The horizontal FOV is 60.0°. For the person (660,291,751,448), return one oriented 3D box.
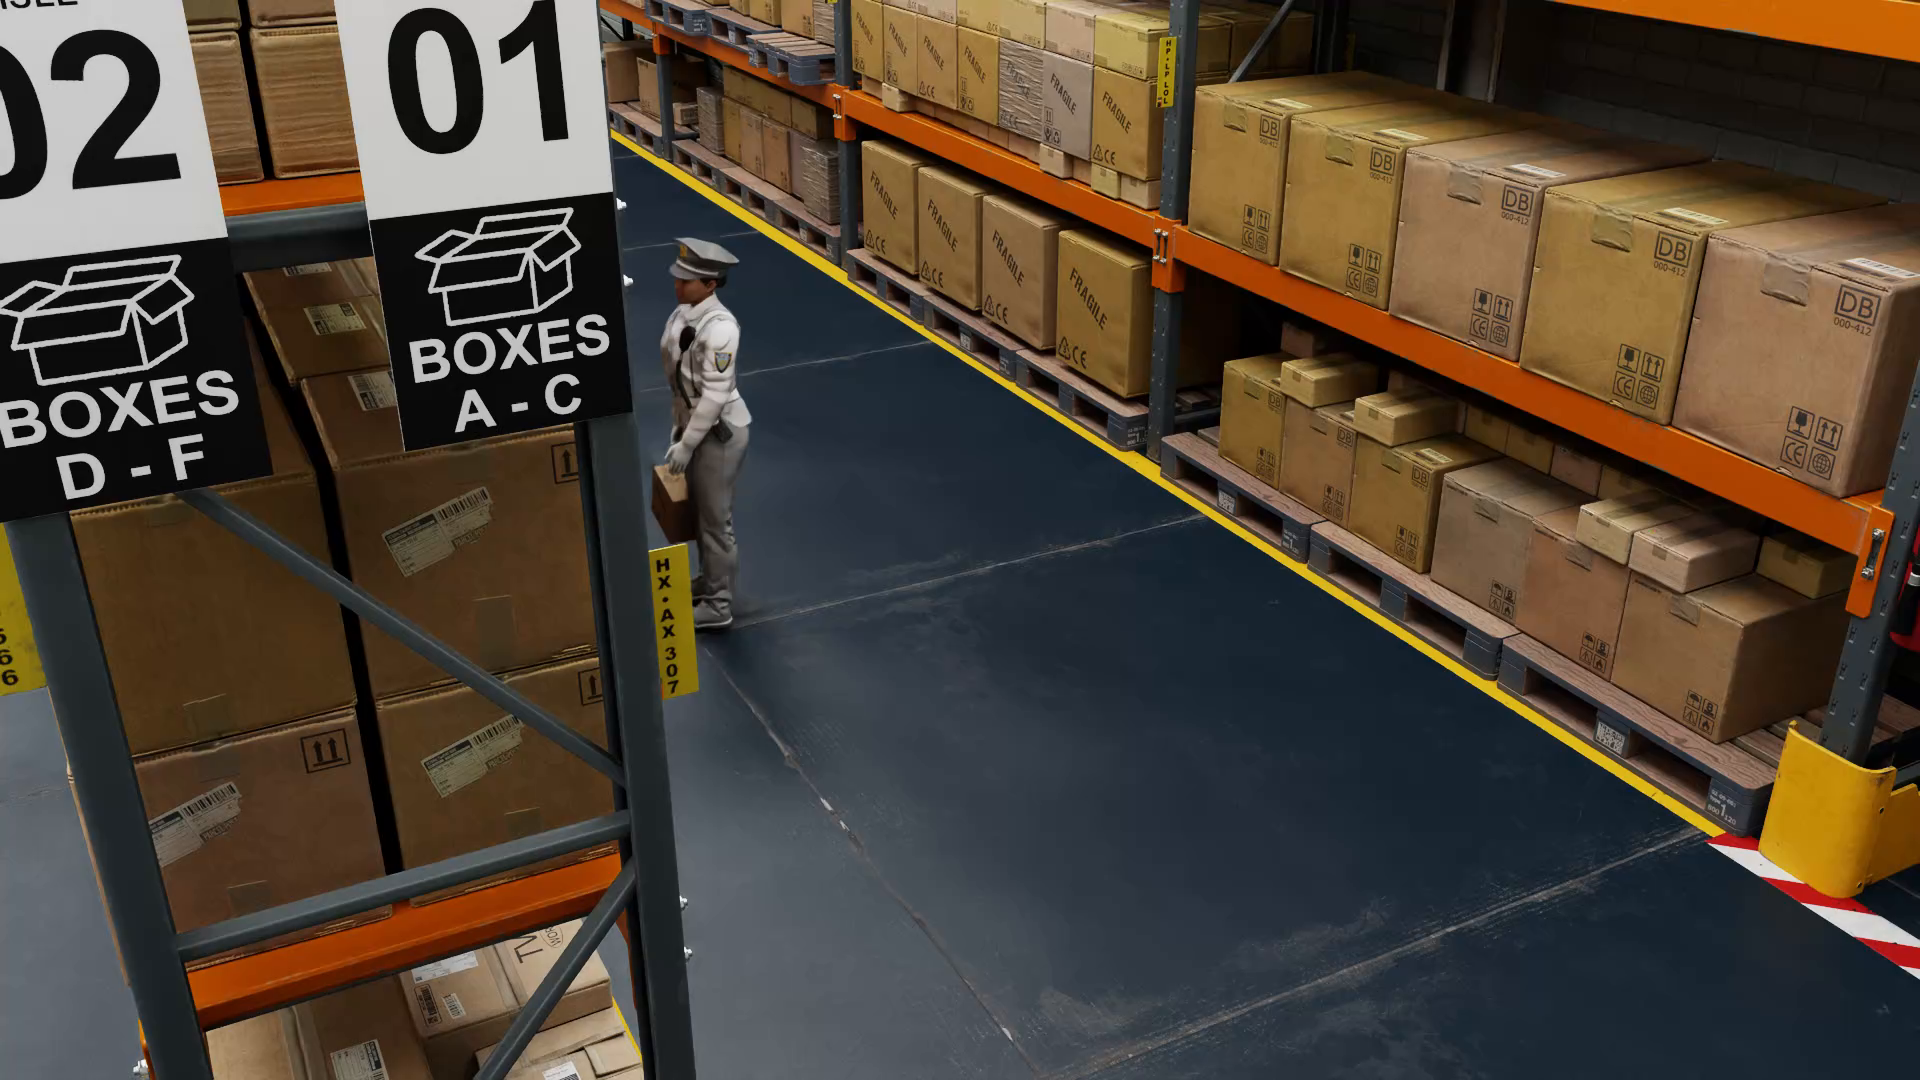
[{"bbox_3d":[-1.055,-0.723,6.823,0.324,0.602,0.501,-12,28,-23],"label":"person"}]
